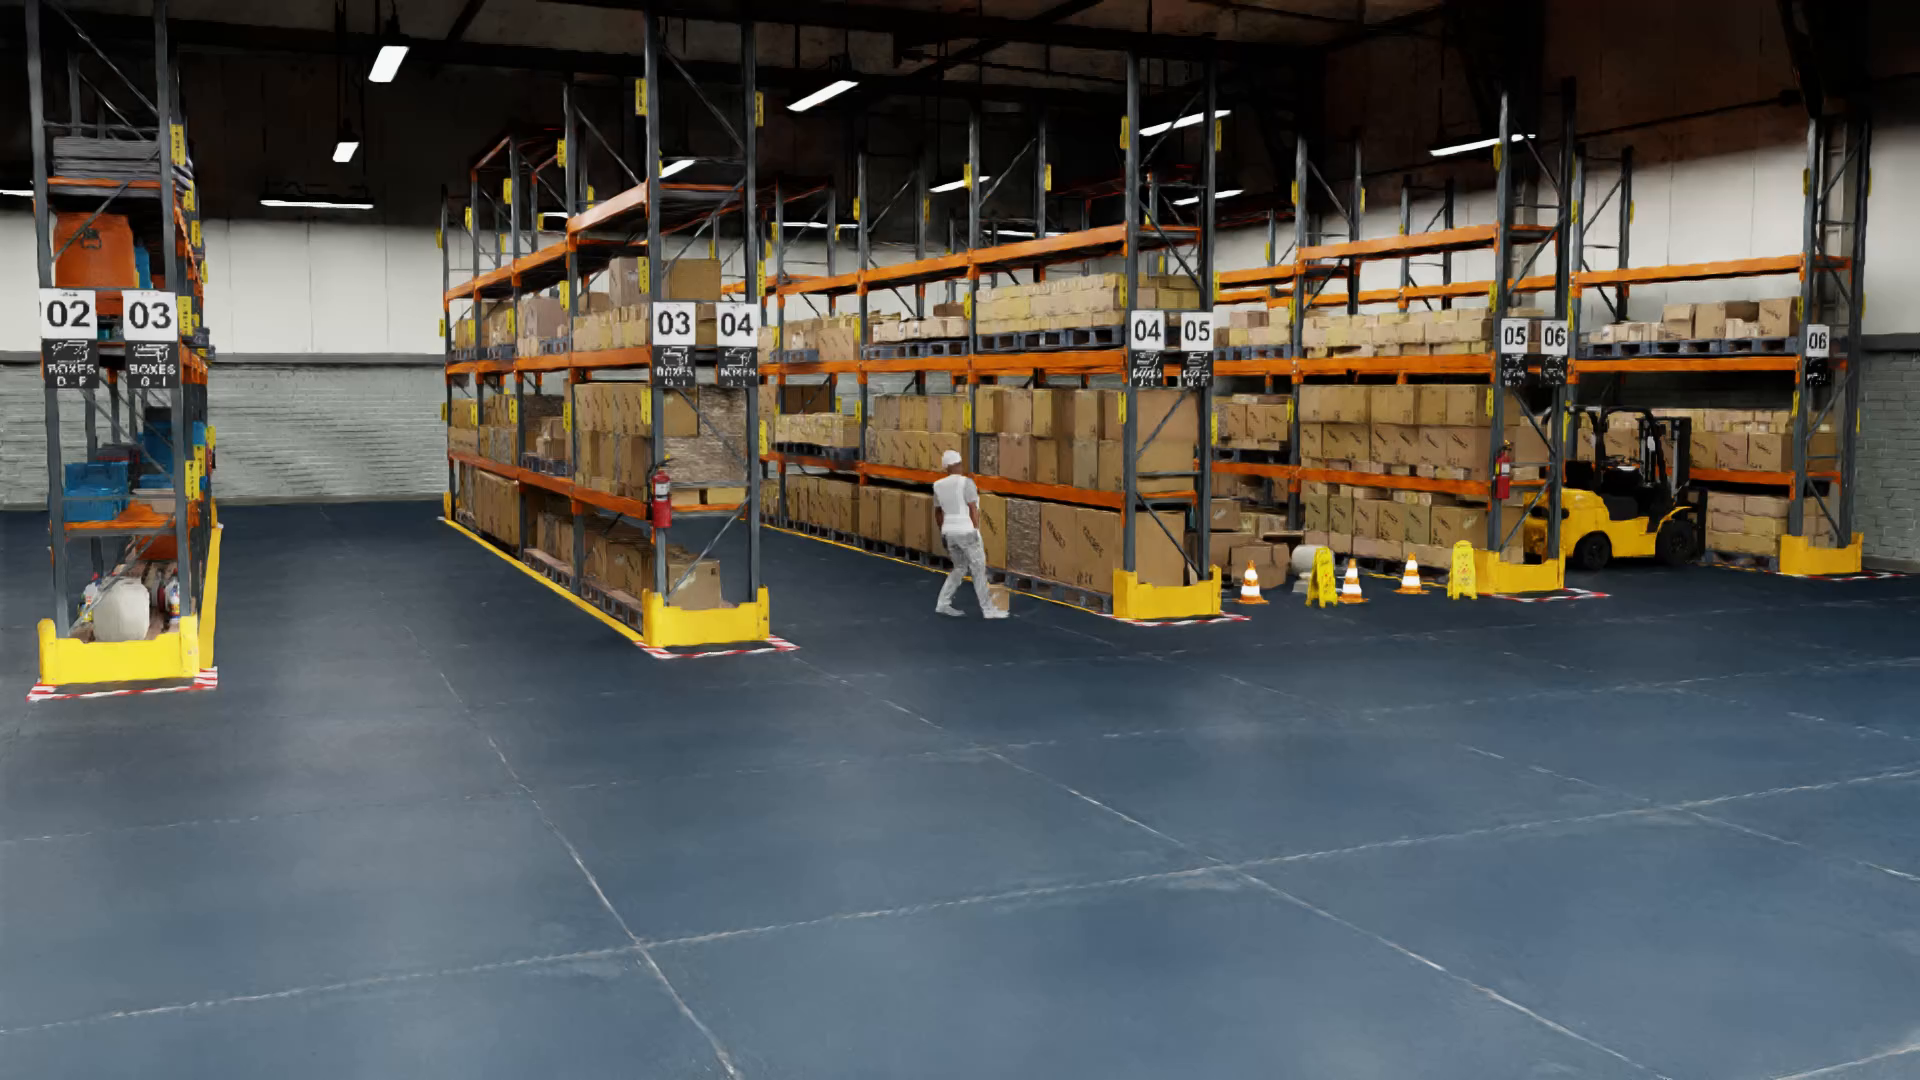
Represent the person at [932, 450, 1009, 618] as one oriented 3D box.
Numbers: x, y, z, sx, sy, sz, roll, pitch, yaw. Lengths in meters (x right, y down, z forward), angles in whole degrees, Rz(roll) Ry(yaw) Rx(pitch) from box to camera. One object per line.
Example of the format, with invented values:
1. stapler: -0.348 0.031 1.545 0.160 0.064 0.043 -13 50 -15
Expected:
1. person: 0.104 -0.061 17.378 0.520 1.736 0.740 -5 7 -43
